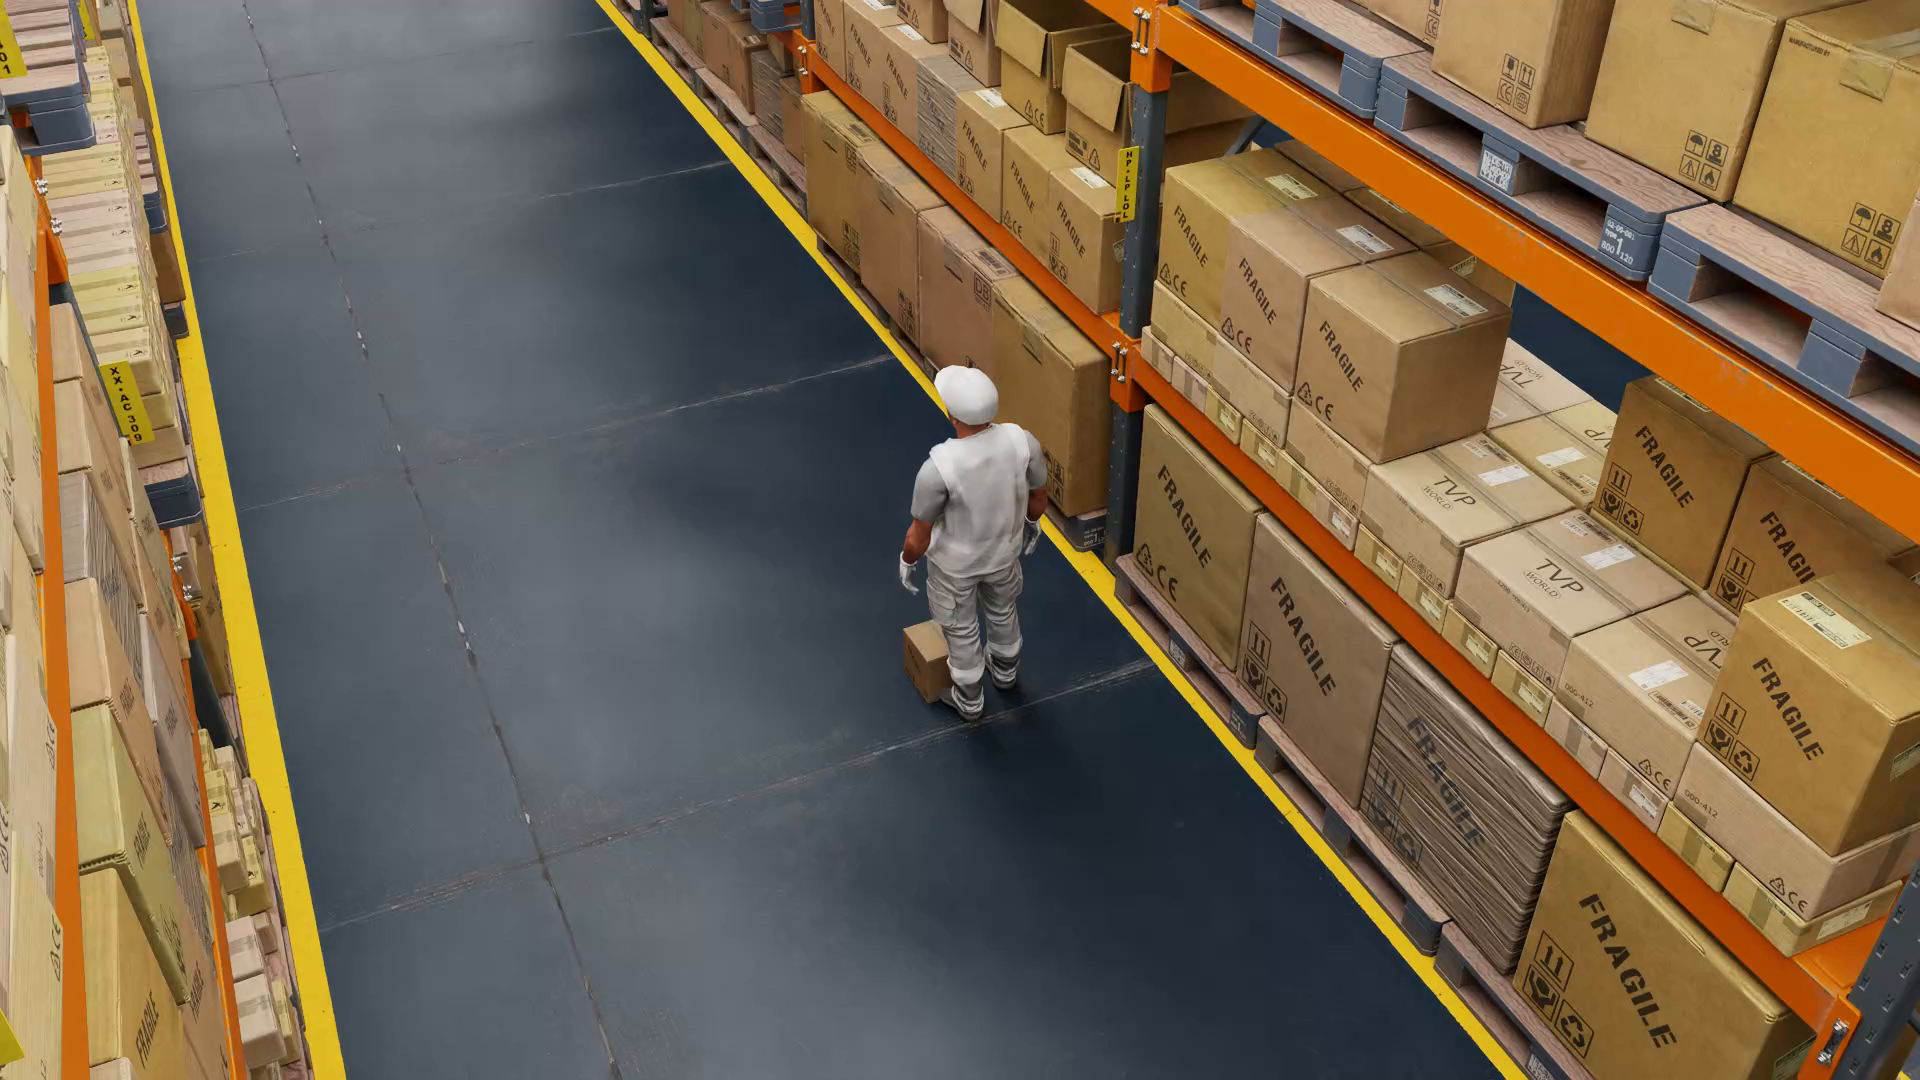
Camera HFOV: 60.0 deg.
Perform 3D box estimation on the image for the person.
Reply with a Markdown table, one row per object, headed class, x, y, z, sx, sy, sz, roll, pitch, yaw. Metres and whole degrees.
| class | x | y | z | sx | sy | sz | roll | pitch | yaw |
| --- | --- | --- | --- | --- | --- | --- | --- | --- | --- |
| person | 0.027 | 0.001 | 6.819 | 0.637 | 1.787 | 0.565 | -16 | 40 | -20 |
